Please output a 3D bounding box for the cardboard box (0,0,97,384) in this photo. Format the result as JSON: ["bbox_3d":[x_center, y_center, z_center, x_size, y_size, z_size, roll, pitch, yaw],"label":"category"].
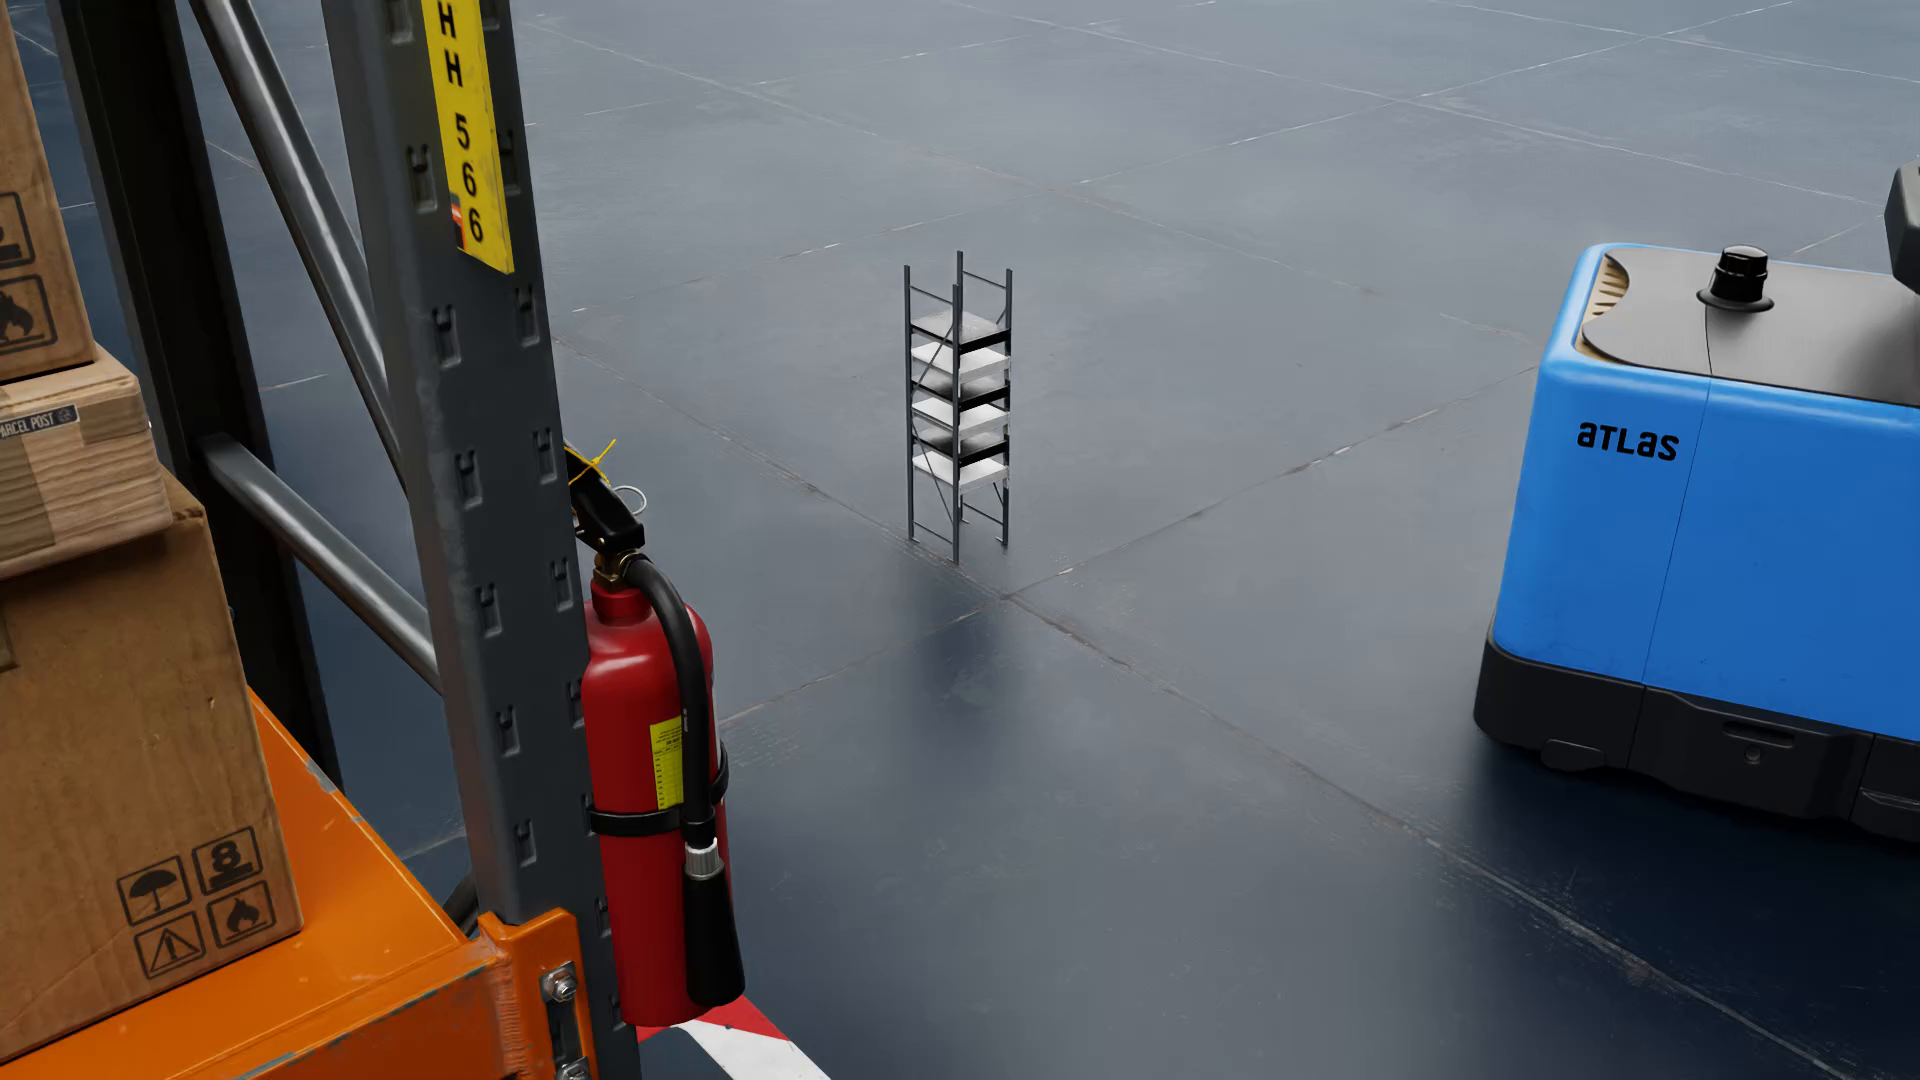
[{"bbox_3d":[-1.135,-0.418,1.367,0.500,0.500,0.700,-22,35,-35],"label":"cardboard box"}]

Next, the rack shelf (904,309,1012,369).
[{"bbox_3d":[-0.006,-0.603,4.922,0.200,0.077,0.258,-22,35,-35],"label":"rack shelf"}]

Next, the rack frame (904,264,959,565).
[{"bbox_3d":[-0.084,-0.363,4.975,0.006,0.900,0.240,-22,35,-35],"label":"rack frame"}]

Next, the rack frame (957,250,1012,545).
[{"bbox_3d":[0.071,-0.426,5.091,0.006,0.900,0.240,-22,35,-35],"label":"rack frame"}]

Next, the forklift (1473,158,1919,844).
[{"bbox_3d":[2.872,-0.677,3.407,3.031,2.935,1.130,12,30,21],"label":"forklift"}]

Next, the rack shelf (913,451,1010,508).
[{"bbox_3d":[-0.006,-0.206,5.134,0.200,0.077,0.258,-22,35,-35],"label":"rack shelf"}]

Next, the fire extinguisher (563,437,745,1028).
[{"bbox_3d":[-0.340,0.208,1.760,0.183,0.674,0.296,-22,35,-35],"label":"fire extinguisher"}]

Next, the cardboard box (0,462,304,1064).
[{"bbox_3d":[-1.095,0.138,1.703,0.500,0.500,0.700,-22,35,-35],"label":"cardboard box"}]

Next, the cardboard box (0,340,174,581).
[{"bbox_3d":[-0.899,-0.101,1.463,0.250,0.149,0.380,-23,35,-36],"label":"cardboard box"}]

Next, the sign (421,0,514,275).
[{"bbox_3d":[-0.390,-0.373,1.285,0.005,0.325,0.100,-22,35,-35],"label":"sign"}]

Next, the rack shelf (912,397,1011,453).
[{"bbox_3d":[-0.006,-0.365,5.049,0.200,0.077,0.258,-22,35,-35],"label":"rack shelf"}]

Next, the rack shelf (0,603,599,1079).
[{"bbox_3d":[-2.253,0.973,1.010,4.000,0.370,1.077,-22,35,-35],"label":"rack shelf"}]

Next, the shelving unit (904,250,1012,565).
[{"bbox_3d":[-0.006,-0.394,5.033,0.210,0.900,0.258,-22,35,-35],"label":"shelving unit"}]

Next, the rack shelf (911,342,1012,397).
[{"bbox_3d":[-0.006,-0.524,4.964,0.200,0.077,0.258,-22,35,-35],"label":"rack shelf"}]

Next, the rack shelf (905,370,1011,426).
[{"bbox_3d":[-0.006,-0.444,5.007,0.200,0.077,0.258,-22,35,-35],"label":"rack shelf"}]

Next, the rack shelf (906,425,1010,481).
[{"bbox_3d":[-0.006,-0.286,5.091,0.200,0.077,0.258,-22,35,-35],"label":"rack shelf"}]
